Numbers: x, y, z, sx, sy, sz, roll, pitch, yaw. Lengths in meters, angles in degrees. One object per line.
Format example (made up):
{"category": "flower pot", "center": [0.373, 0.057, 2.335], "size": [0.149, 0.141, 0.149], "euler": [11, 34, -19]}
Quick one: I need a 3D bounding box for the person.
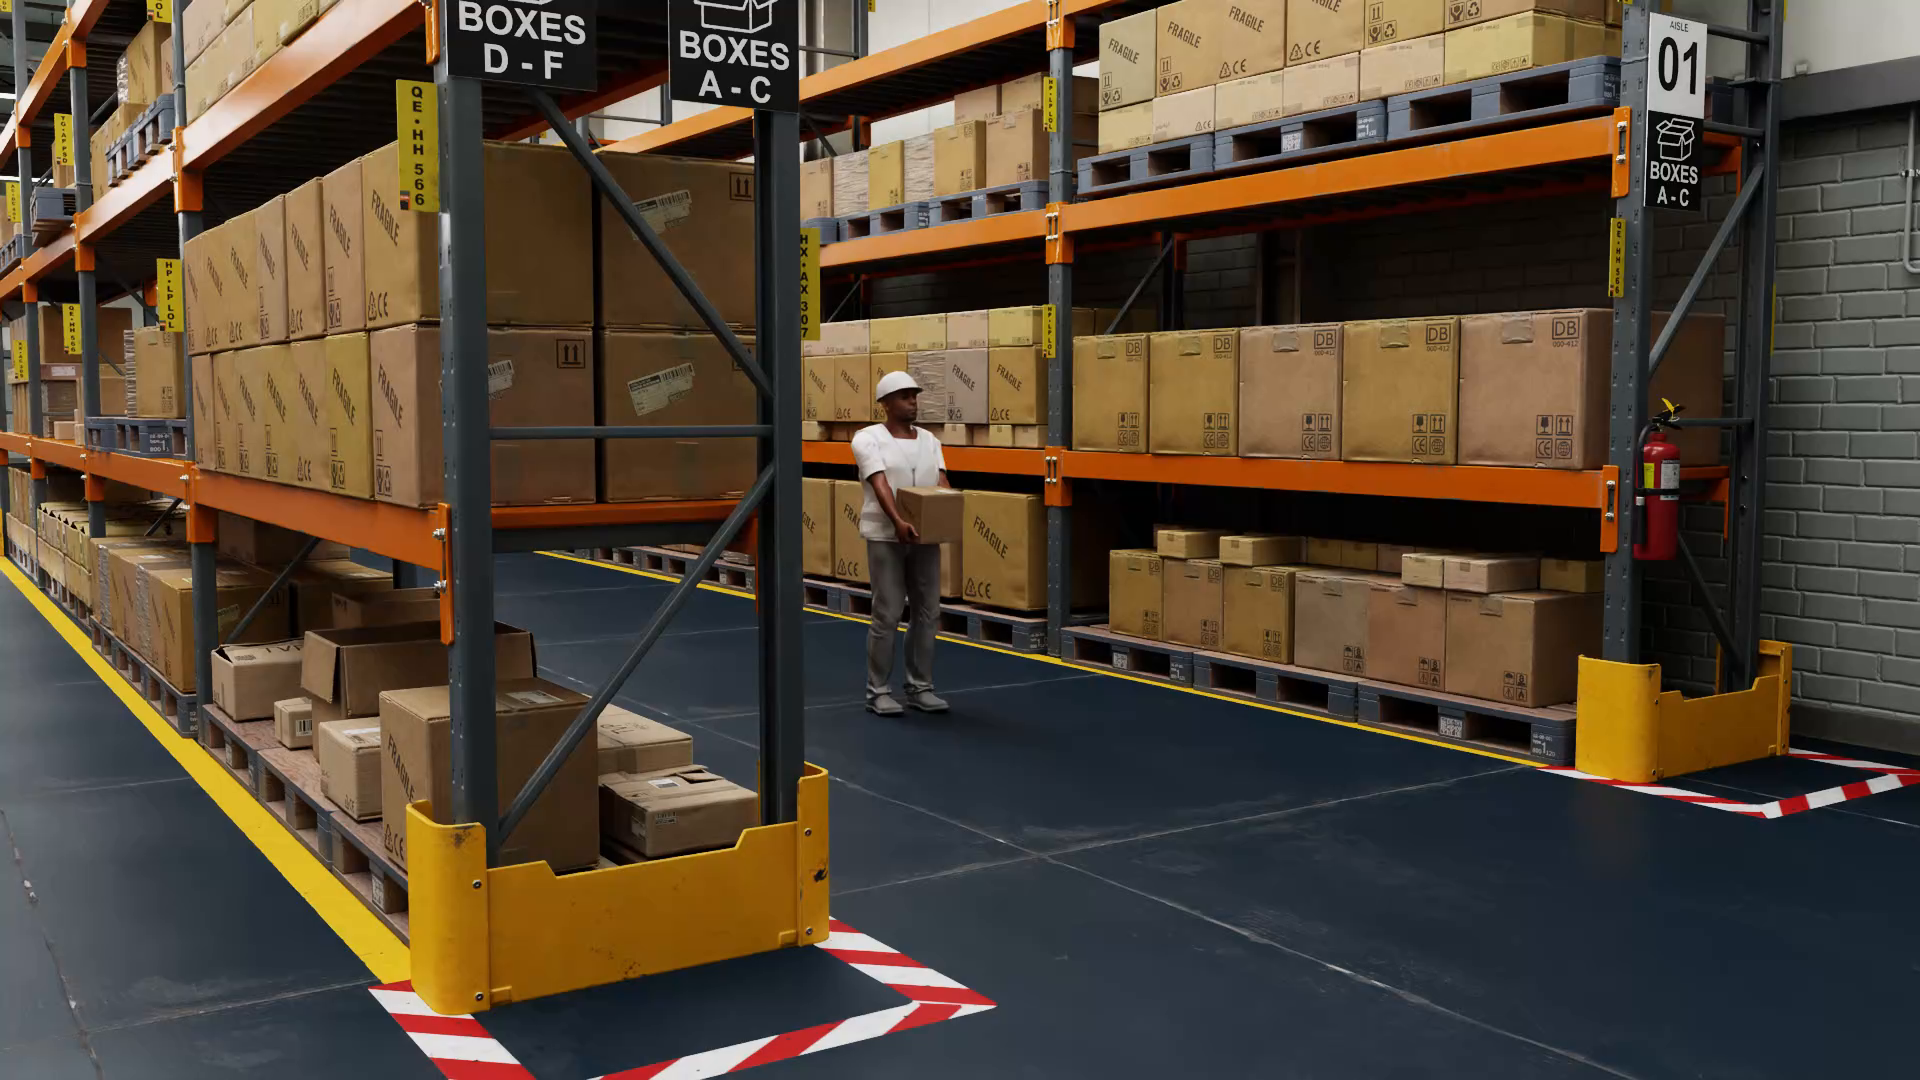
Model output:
{"category": "person", "center": [-0.246, 0.015, 8.553], "size": [0.502, 1.758, 0.577], "euler": [-3, 6, -34]}
